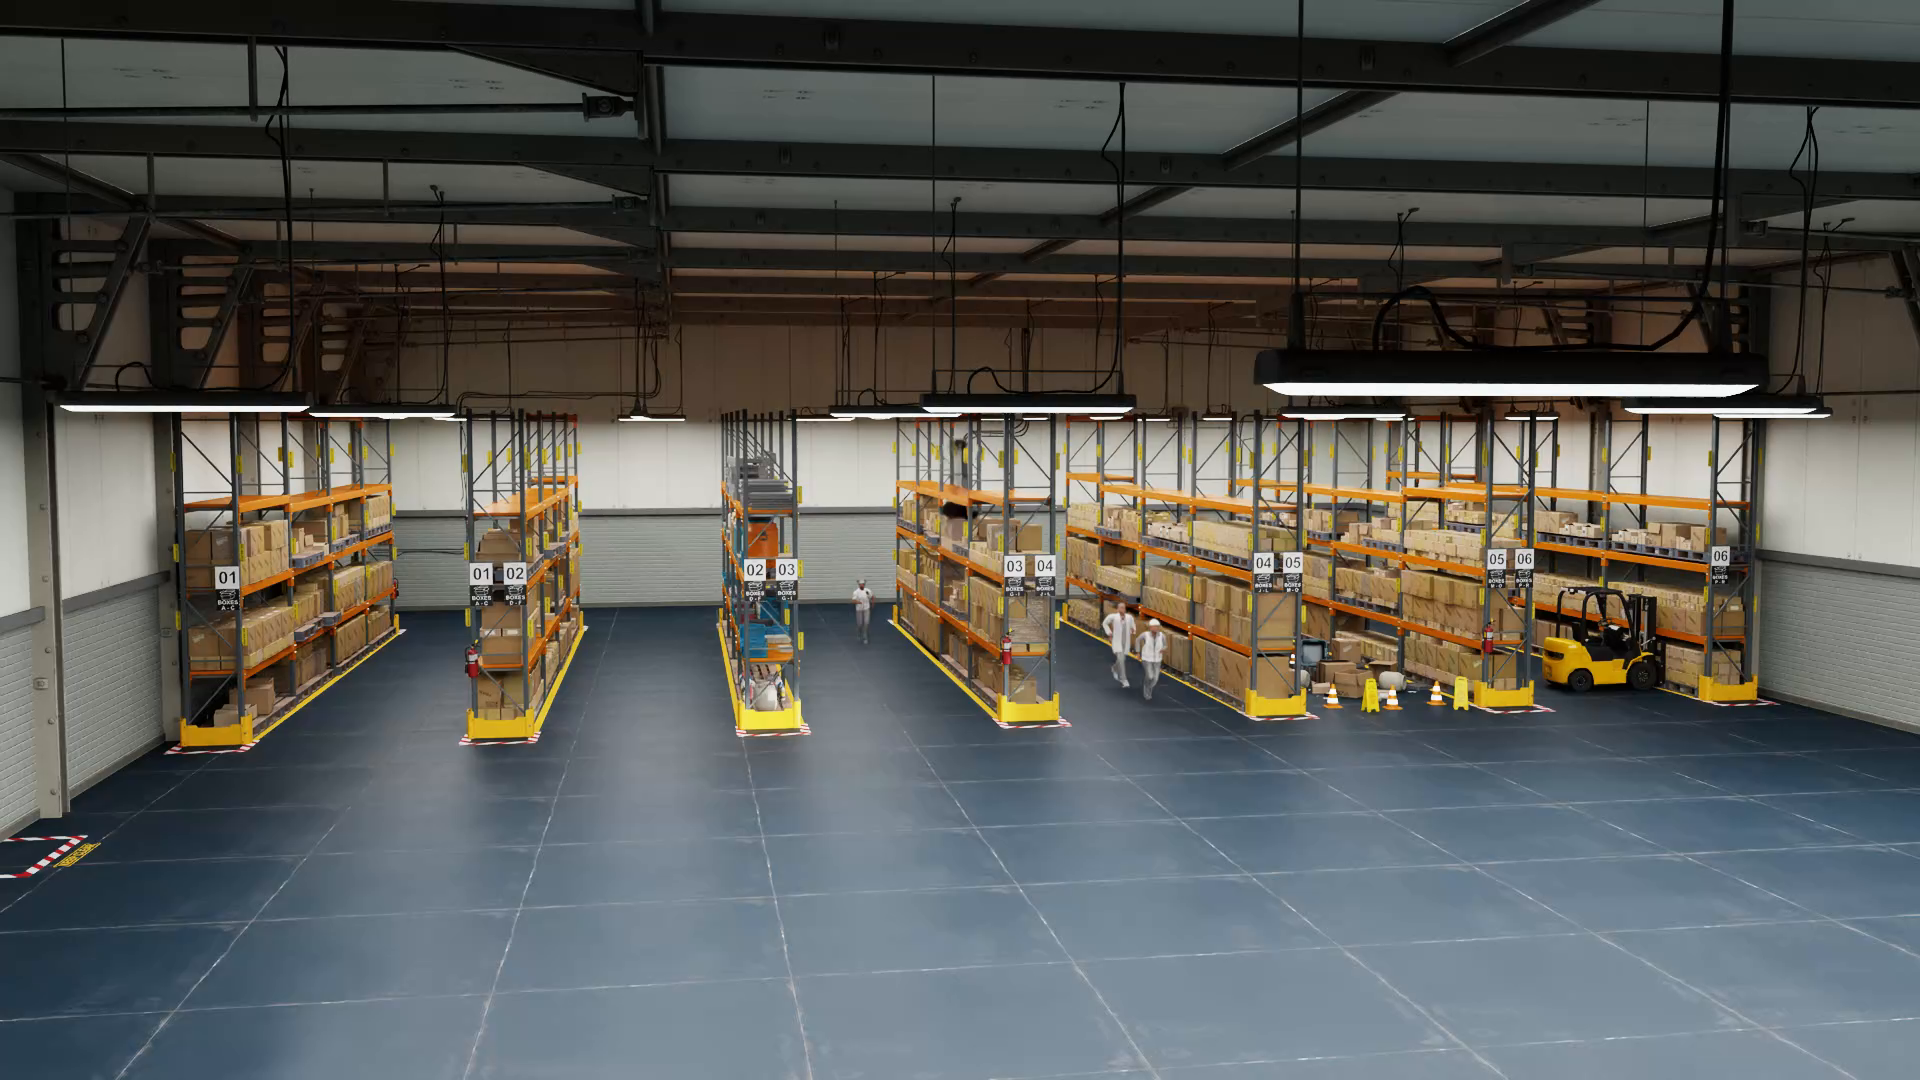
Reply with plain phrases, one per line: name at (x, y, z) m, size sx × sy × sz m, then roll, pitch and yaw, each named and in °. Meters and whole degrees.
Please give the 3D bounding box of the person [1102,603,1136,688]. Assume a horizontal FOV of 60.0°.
person at (3.536, 2.273, 36.527) m, size 0.703 × 1.802 × 1.046 m, roll -1°, pitch 4°, yaw -20°

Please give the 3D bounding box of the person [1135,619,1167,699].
person at (3.959, 2.461, 34.226) m, size 0.618 × 1.697 × 0.737 m, roll -1°, pitch 4°, yaw -14°

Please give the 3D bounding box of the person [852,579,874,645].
person at (-2.528, 1.869, 43.504) m, size 0.581 × 1.730 × 0.765 m, roll 0°, pitch 4°, yaw -5°

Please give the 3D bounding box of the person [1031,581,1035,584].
person at (2.059, 1.642, 47.164) m, size 0.525 × 1.592 × 0.663 m, roll 0°, pitch 4°, yaw -5°
